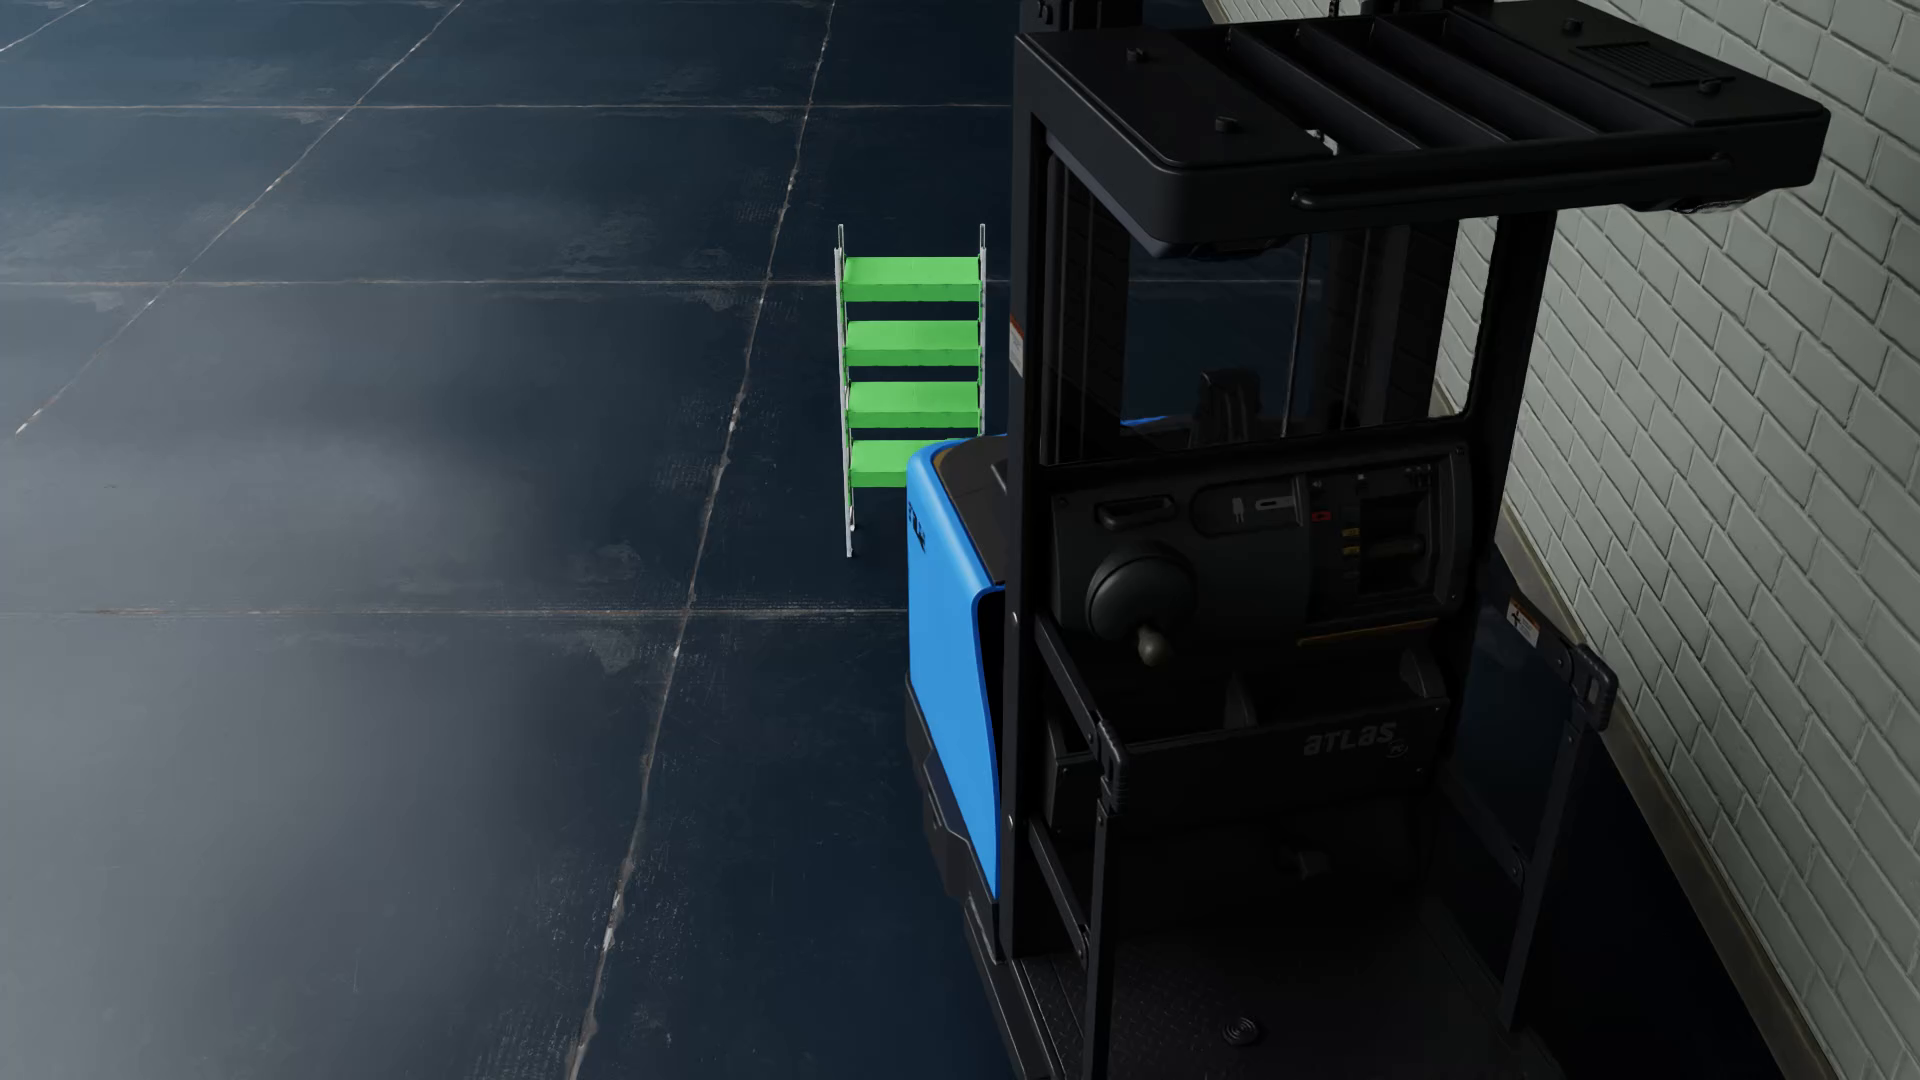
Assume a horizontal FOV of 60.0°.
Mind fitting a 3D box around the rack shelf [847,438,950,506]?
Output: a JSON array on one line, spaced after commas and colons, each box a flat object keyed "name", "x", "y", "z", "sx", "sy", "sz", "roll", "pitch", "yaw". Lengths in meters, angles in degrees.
[{"name": "rack shelf", "x": -0.166, "y": -0.253, "z": 6.096, "sx": 0.480, "sy": 0.148, "sz": 0.258, "roll": 0, "pitch": 31, "yaw": 0}]

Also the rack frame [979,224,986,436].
[{"name": "rack frame", "x": 0.078, "y": -0.513, "z": 5.939, "sx": 0.015, "sy": 1.200, "sz": 0.240, "roll": 0, "pitch": 31, "yaw": 0}]

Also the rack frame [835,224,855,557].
[{"name": "rack frame", "x": -0.410, "y": -0.512, "z": 5.937, "sx": 0.015, "sy": 1.200, "sz": 0.240, "roll": 0, "pitch": 31, "yaw": 0}]

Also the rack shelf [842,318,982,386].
[{"name": "rack shelf", "x": -0.166, "y": -0.663, "z": 5.847, "sx": 0.480, "sy": 0.148, "sz": 0.258, "roll": 0, "pitch": 31, "yaw": 0}]

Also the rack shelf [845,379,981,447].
[{"name": "rack shelf", "x": -0.166, "y": -0.458, "z": 5.971, "sx": 0.480, "sy": 0.148, "sz": 0.258, "roll": 0, "pitch": 31, "yaw": 0}]

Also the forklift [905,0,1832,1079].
[{"name": "forklift", "x": 0.695, "y": 0.076, "z": 3.298, "sx": 1.130, "sy": 2.935, "sz": 3.031, "roll": -8, "pitch": 32, "yaw": -12}]

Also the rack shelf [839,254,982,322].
[{"name": "rack shelf", "x": -0.166, "y": -0.868, "z": 5.722, "sx": 0.480, "sy": 0.148, "sz": 0.258, "roll": 0, "pitch": 31, "yaw": 0}]

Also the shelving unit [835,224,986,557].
[{"name": "shelving unit", "x": -0.166, "y": -0.512, "z": 5.938, "sx": 0.503, "sy": 1.200, "sz": 0.258, "roll": 0, "pitch": 31, "yaw": 0}]
